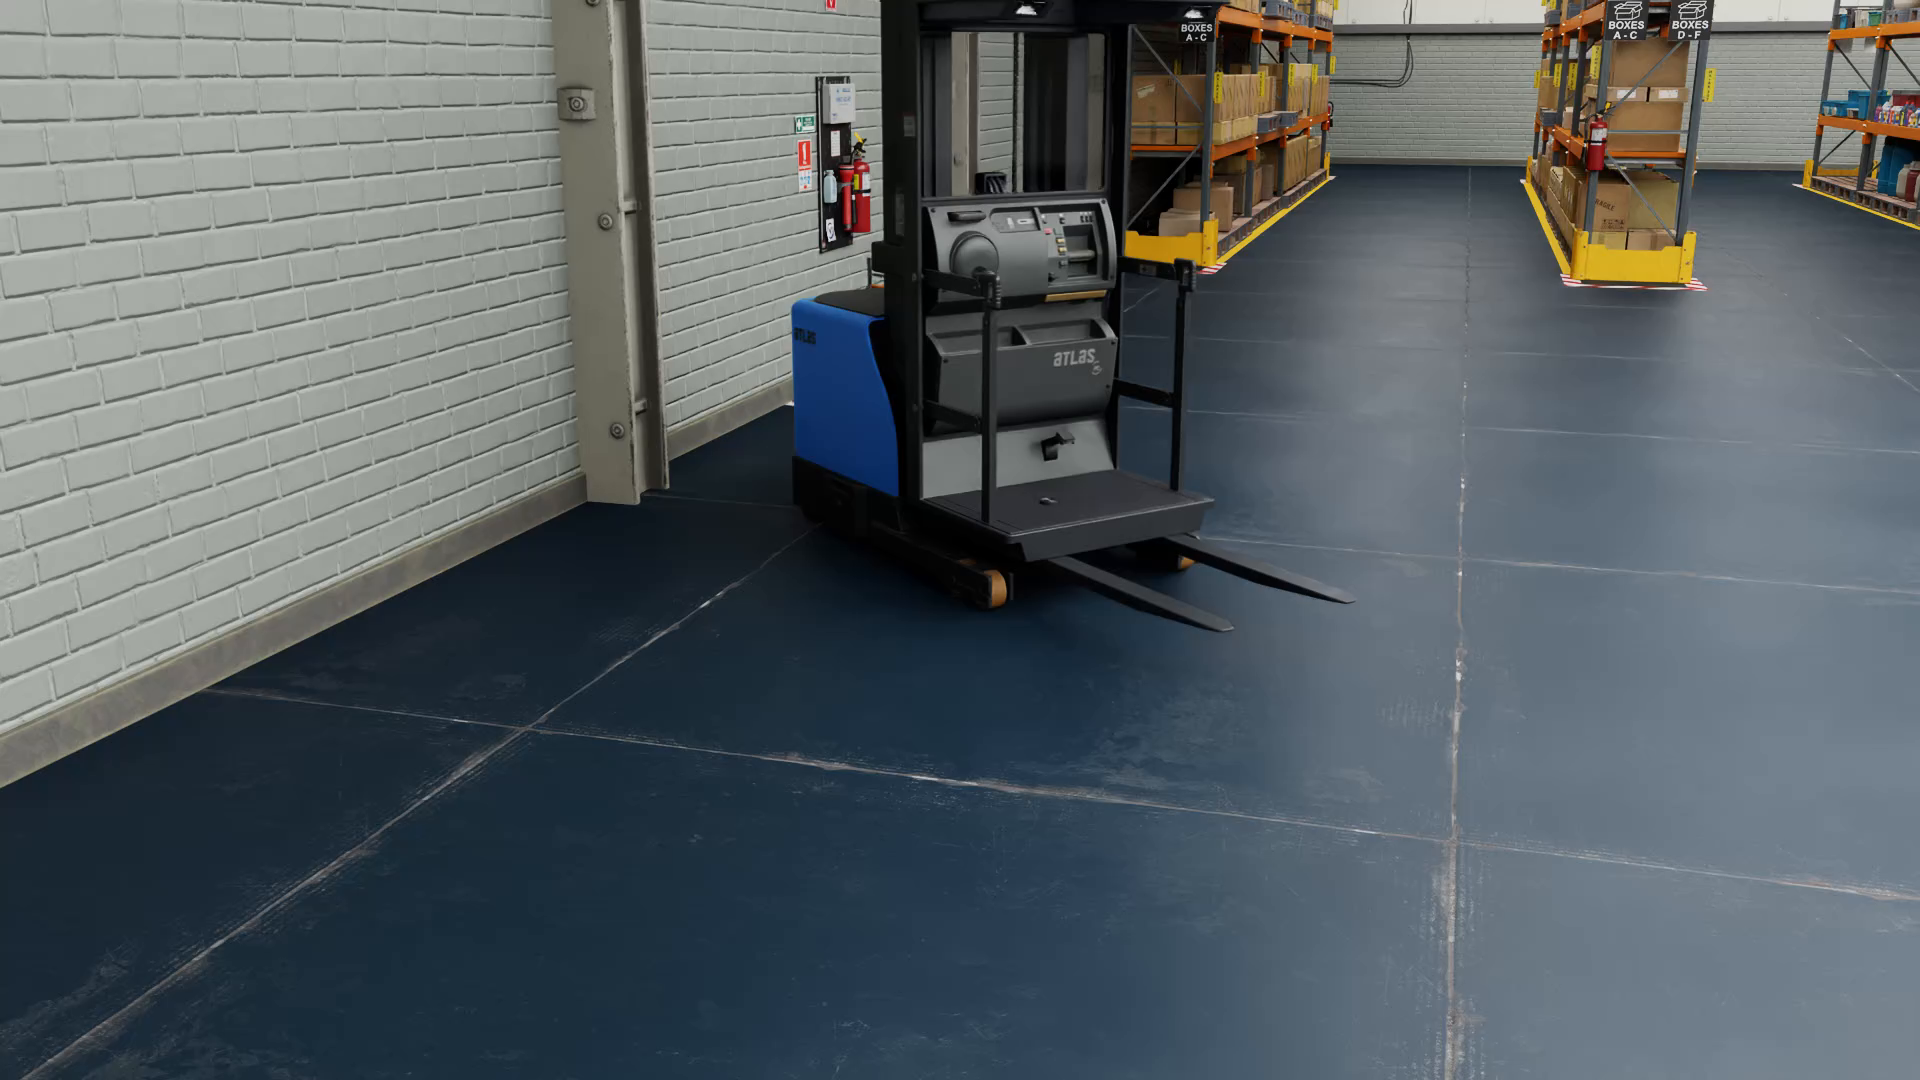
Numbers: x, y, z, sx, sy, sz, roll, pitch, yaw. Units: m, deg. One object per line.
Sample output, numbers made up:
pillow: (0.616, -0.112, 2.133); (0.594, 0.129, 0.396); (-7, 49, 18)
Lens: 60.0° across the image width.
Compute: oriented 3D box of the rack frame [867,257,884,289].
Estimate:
rack frame: (-0.406, -0.847, 8.601); (0.015, 1.200, 0.240); (-8, 16, -27)

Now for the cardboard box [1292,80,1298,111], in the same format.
cardboard box: (5.114, -7.112, 26.641); (0.500, 0.500, 0.500); (5, 17, 18)

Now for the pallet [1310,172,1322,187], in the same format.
pallet: (6.345, -6.885, 31.718); (1.003, 0.211, 1.213); (5, 16, 16)

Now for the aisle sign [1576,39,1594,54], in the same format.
aisle sign: (11.910, -9.622, 31.492); (0.394, 0.787, 0.004); (5, 16, 16)

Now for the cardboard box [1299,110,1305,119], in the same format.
cardboard box: (5.700, -7.286, 28.445); (0.380, 0.149, 0.250); (5, 16, 16)

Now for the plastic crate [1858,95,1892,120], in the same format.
plastic crate: (15.013, -7.115, 27.338); (0.392, 0.384, 0.575); (5, 16, 16)

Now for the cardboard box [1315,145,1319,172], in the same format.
cardboard box: (6.601, -7.438, 32.367); (0.700, 0.500, 0.500); (5, 16, 16)

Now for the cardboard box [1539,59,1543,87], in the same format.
cardboard box: (11.218, -8.811, 31.380); (0.500, 0.500, 0.500); (5, 17, 18)

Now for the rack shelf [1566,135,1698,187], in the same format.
rack shelf: (7.618, -4.368, 19.052); (1.077, 0.370, 4.000); (5, 16, 16)

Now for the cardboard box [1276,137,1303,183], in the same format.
cardboard box: (5.399, -6.469, 28.309); (0.750, 0.750, 0.750); (5, 17, 18)

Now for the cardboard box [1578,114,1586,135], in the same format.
cardboard box: (8.260, -5.417, 21.678); (0.396, 0.266, 0.258); (4, 16, 15)

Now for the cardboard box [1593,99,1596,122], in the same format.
cardboard box: (7.776, -4.900, 19.424); (0.700, 0.500, 0.500); (5, 17, 17)

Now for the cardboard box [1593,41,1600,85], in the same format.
cardboard box: (7.924, -5.661, 19.731); (0.700, 0.500, 0.500); (5, 16, 16)

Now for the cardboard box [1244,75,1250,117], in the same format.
cardboard box: (3.308, -5.510, 20.621); (0.500, 0.500, 0.500); (4, 16, 14)

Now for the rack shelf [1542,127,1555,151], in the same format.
rack shelf: (9.891, -6.461, 26.431); (1.077, 0.370, 4.000); (5, 16, 16)

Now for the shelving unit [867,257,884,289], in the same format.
shelving unit: (-0.192, -0.879, 8.713); (0.503, 1.200, 0.258); (-8, 16, -27)

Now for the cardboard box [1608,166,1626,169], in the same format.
cardboard box: (9.410, -5.277, 24.179); (0.500, 0.311, 0.500); (5, 17, 17)

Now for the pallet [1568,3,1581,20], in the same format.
pallet: (9.216, -7.452, 23.454); (1.213, 0.211, 1.003); (5, 17, 18)

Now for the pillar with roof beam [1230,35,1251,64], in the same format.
pillar with roof beam: (9.206, -10.516, 28.415); (9.100, 9.000, 0.400); (5, 16, 16)

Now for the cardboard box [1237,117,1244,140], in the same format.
cardboard box: (3.172, -5.017, 20.258); (0.500, 0.250, 0.500); (5, 17, 16)

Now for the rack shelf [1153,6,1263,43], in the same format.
rack shelf: (2.867, -6.195, 19.994); (1.077, 0.370, 4.000); (5, 16, 16)

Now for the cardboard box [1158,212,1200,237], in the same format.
cardboard box: (2.582, -3.667, 19.381); (0.500, 0.311, 0.500); (3, 16, 10)

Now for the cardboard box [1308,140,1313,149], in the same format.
cardboard box: (6.292, -7.289, 30.652); (0.380, 0.149, 0.250); (5, 17, 18)

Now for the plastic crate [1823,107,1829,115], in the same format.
plastic crate: (15.788, -7.778, 30.126); (0.250, 0.136, 0.298); (5, 16, 16)

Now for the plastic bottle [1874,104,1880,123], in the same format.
plastic bottle: (14.695, -6.827, 26.614); (0.061, 0.283, 0.133); (5, 16, 16)

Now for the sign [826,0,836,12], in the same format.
sign: (-0.873, -3.732, 11.242); (0.001, 0.298, 0.199); (5, 16, 16)

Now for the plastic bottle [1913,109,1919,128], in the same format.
plastic bottle: (14.004, -6.167, 24.311); (0.097, 0.271, 0.097); (0, 16, 0)

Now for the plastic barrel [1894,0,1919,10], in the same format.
plastic barrel: (14.818, -8.538, 25.918); (0.433, 0.535, 0.433); (0, 16, 0)

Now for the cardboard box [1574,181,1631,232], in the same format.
cardboard box: (6.917, -3.595, 17.901); (0.500, 0.500, 0.500); (5, 16, 16)

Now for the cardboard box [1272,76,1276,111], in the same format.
cardboard box: (4.449, -6.803, 25.329); (0.700, 0.500, 0.500); (3, 16, 9)

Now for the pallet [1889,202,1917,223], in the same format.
pallet: (14.255, -4.767, 24.250); (1.003, 0.211, 1.213); (5, 16, 16)

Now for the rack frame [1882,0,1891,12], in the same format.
rack frame: (15.208, -9.832, 26.001); (1.000, 3.000, 0.127); (5, 16, 16)

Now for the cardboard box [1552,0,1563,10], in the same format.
cardboard box: (10.338, -9.090, 28.244); (0.500, 0.250, 0.500); (5, 16, 16)

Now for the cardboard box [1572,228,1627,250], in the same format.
cardboard box: (6.919, -3.234, 18.003); (0.500, 0.250, 0.500); (5, 16, 16)

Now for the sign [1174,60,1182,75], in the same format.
sign: (2.903, -6.220, 22.140); (0.100, 0.325, 0.005); (5, 16, 16)

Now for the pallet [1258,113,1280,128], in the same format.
pallet: (4.049, -6.054, 24.028); (1.003, 0.211, 1.213); (5, 16, 16)

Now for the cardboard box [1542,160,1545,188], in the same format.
cardboard box: (9.948, -6.092, 27.584); (0.500, 0.500, 0.500); (5, 17, 17)

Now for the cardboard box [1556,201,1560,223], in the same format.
cardboard box: (8.026, -4.248, 21.578); (0.500, 0.250, 0.500); (4, 16, 15)

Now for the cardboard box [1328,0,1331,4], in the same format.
cardboard box: (6.747, -10.400, 31.448); (0.500, 0.500, 0.500); (5, 17, 18)

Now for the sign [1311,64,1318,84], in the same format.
sign: (6.232, -8.193, 29.242); (0.100, 0.325, 0.005); (5, 16, 16)

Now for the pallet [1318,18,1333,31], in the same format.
pallet: (6.645, -9.966, 32.134); (1.003, 0.211, 1.213); (5, 16, 16)

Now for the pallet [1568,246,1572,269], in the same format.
pallet: (7.227, -3.053, 18.207); (1.003, 0.211, 1.213); (5, 16, 16)

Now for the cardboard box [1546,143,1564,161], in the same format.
cardboard box: (9.662, -6.200, 26.592); (0.500, 0.250, 0.500); (4, 16, 15)

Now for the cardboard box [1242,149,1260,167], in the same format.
cardboard box: (4.196, -5.701, 24.831); (0.500, 0.250, 0.500); (5, 17, 17)

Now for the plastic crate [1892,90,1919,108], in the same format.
plastic crate: (15.702, -7.219, 27.558); (0.402, 0.464, 0.583); (5, 16, 16)

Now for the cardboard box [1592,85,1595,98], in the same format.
cardboard box: (7.562, -5.205, 19.312); (0.380, 0.149, 0.250); (4, 16, 14)

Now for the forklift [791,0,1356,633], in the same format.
forklift: (0.390, -1.270, 6.936); (1.130, 2.935, 3.031); (-10, 19, -31)

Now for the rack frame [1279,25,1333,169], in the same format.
rack frame: (6.846, -8.760, 33.218); (1.000, 3.000, 0.127); (5, 16, 16)

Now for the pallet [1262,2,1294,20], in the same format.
pallet: (4.005, -7.399, 23.264); (1.213, 0.211, 1.003); (5, 16, 16)

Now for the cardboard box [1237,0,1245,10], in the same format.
cardboard box: (3.096, -6.559, 19.740); (0.500, 0.500, 0.500); (6, 17, 19)
